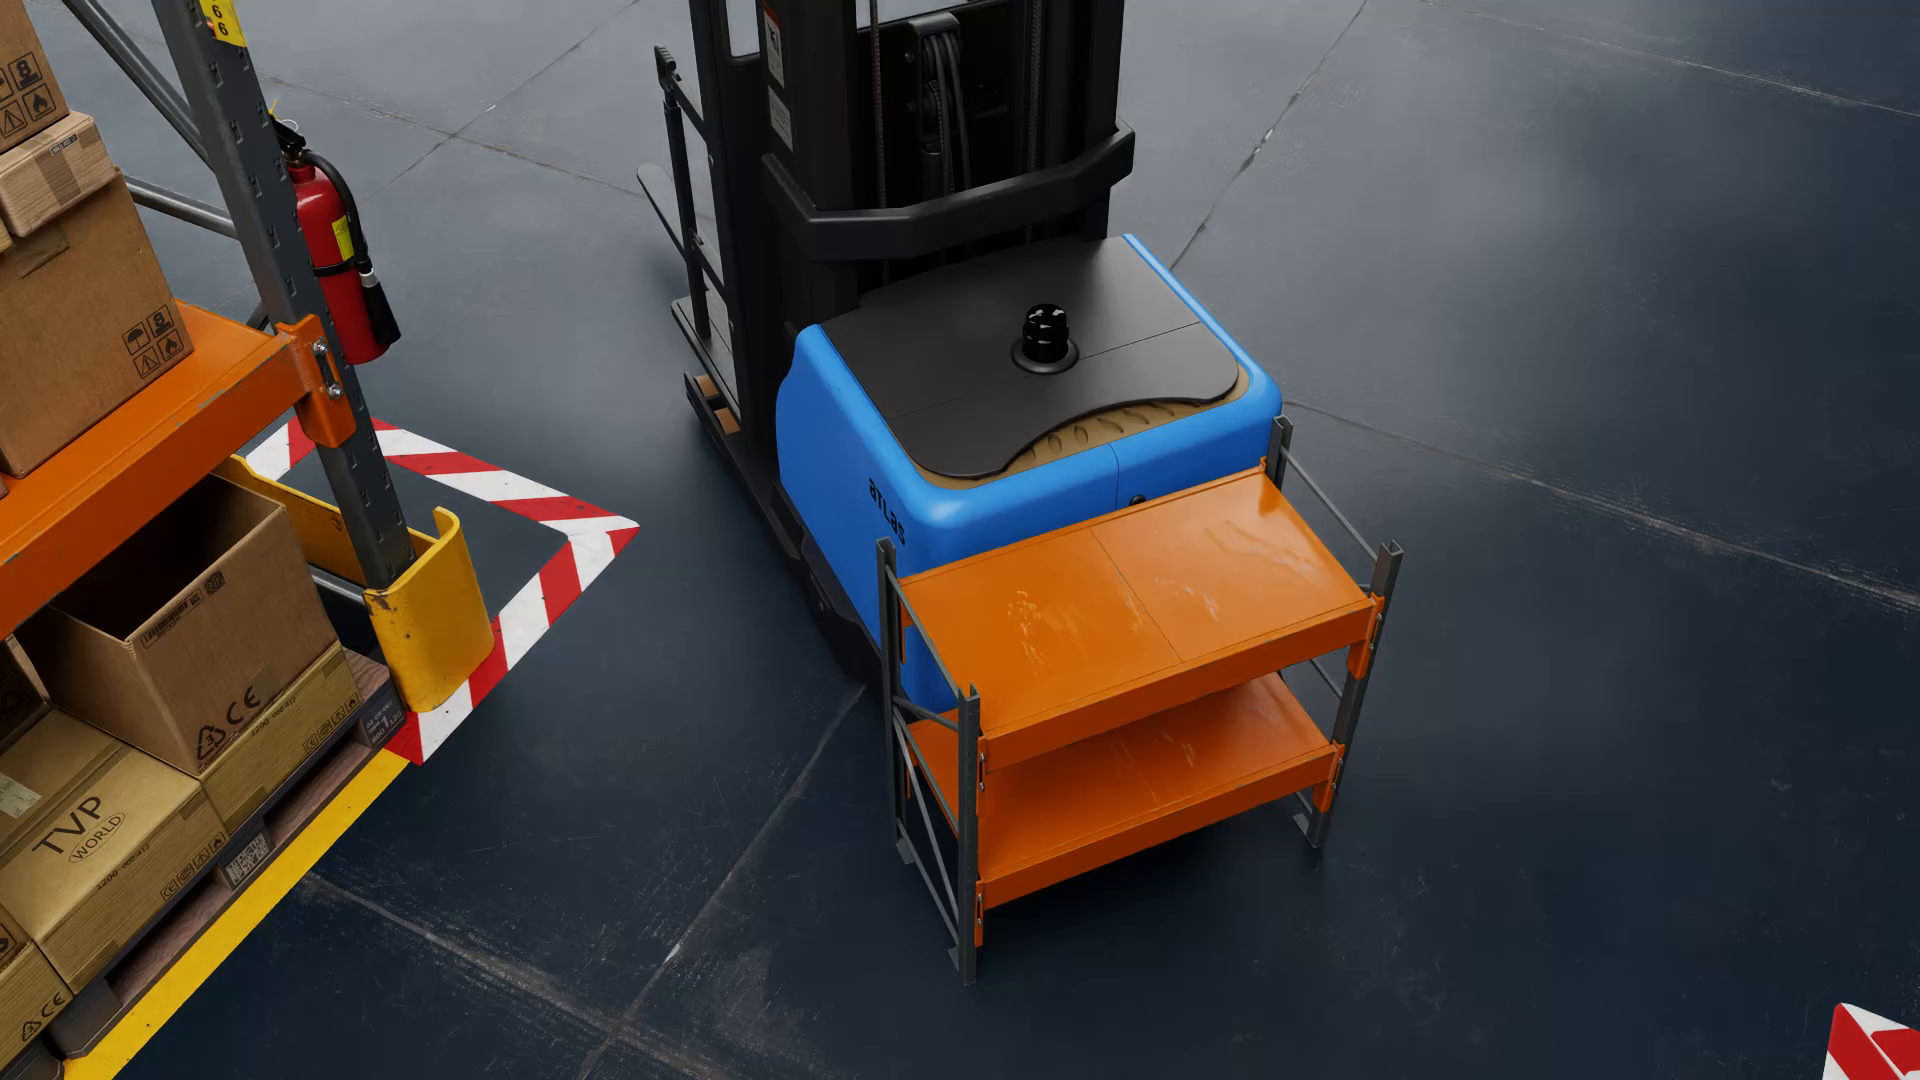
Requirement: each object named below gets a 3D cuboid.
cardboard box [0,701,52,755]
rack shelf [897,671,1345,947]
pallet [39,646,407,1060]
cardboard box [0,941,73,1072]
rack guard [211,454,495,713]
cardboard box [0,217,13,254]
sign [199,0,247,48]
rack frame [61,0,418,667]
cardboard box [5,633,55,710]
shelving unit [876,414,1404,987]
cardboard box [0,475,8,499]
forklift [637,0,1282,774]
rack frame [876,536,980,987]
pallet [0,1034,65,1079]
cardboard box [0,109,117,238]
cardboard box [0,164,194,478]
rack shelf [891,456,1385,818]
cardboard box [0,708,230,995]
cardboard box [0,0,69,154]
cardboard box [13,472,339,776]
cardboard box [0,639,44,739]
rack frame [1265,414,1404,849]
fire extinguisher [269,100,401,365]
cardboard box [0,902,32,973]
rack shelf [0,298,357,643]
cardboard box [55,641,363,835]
[{"bbox_3d":[-2.642,0.571,4.215,0.500,0.250,0.500,20,49,19],"label":"cardboard box"},{"bbox_3d":[0.393,0.579,4.230,1.000,0.278,0.538,-17,48,-16],"label":"rack shelf"},{"bbox_3d":[-2.285,0.647,4.462,1.003,0.211,1.213,20,49,19],"label":"pallet"},{"bbox_3d":[-2.406,1.060,3.731,0.500,0.250,0.500,20,49,19],"label":"cardboard box"},{"bbox_3d":[-1.956,0.035,4.864,1.175,0.500,0.348,20,49,19],"label":"rack guard"},{"bbox_3d":[-2.096,-0.623,3.230,0.380,0.149,0.250,22,49,20],"label":"cardboard box"},{"bbox_3d":[-1.493,-1.131,3.278,0.100,0.325,0.005,20,49,19],"label":"sign"},{"bbox_3d":[-1.967,-0.829,3.960,1.000,3.000,0.127,20,49,19],"label":"rack frame"},{"bbox_3d":[-2.413,0.255,4.527,0.500,0.250,0.500,20,49,19],"label":"cardboard box"},{"bbox_3d":[0.393,0.408,4.056,1.048,1.125,0.538,-17,48,-16],"label":"shelving unit"},{"bbox_3d":[-2.435,-0.241,3.309,0.700,0.500,0.500,22,49,20],"label":"cardboard box"},{"bbox_3d":[-0.273,-1.433,4.606,1.130,2.935,3.031,-19,48,-18],"label":"forklift"},{"bbox_3d":[-0.073,0.553,3.912,0.032,1.125,0.500,-17,48,-16],"label":"rack frame"},{"bbox_3d":[-2.852,1.413,3.705,1.003,0.211,1.213,20,49,19],"label":"pallet"},{"bbox_3d":[-1.976,-0.788,3.394,0.380,0.149,0.250,20,49,18],"label":"cardboard box"},{"bbox_3d":[-2.195,-0.574,3.638,0.700,0.500,0.500,20,49,19],"label":"cardboard box"},{"bbox_3d":[0.393,0.202,3.847,1.000,0.278,0.538,-17,48,-16],"label":"rack shelf"},{"bbox_3d":[-2.176,0.745,4.043,0.500,0.250,0.500,20,49,19],"label":"cardboard box"},{"bbox_3d":[-2.220,-0.997,3.144,0.700,0.500,0.500,21,49,19],"label":"cardboard box"},{"bbox_3d":[-1.952,0.163,4.091,0.500,0.500,0.500,20,49,19],"label":"cardboard box"},{"bbox_3d":[-2.643,0.307,3.949,0.500,0.500,0.500,20,49,19],"label":"cardboard box"},{"bbox_3d":[0.858,0.262,4.199,0.032,1.125,0.500,-17,48,-16],"label":"rack frame"},{"bbox_3d":[-1.501,-0.723,3.910,0.296,0.674,0.183,20,49,19],"label":"fire extinguisher"},{"bbox_3d":[-2.404,0.798,3.463,0.500,0.500,0.500,20,49,19],"label":"cardboard box"},{"bbox_3d":[-2.895,0.684,2.971,1.077,0.370,4.000,20,49,19],"label":"rack shelf"},{"bbox_3d":[-1.954,0.426,4.358,0.500,0.250,0.500,20,49,19],"label":"cardboard box"}]
